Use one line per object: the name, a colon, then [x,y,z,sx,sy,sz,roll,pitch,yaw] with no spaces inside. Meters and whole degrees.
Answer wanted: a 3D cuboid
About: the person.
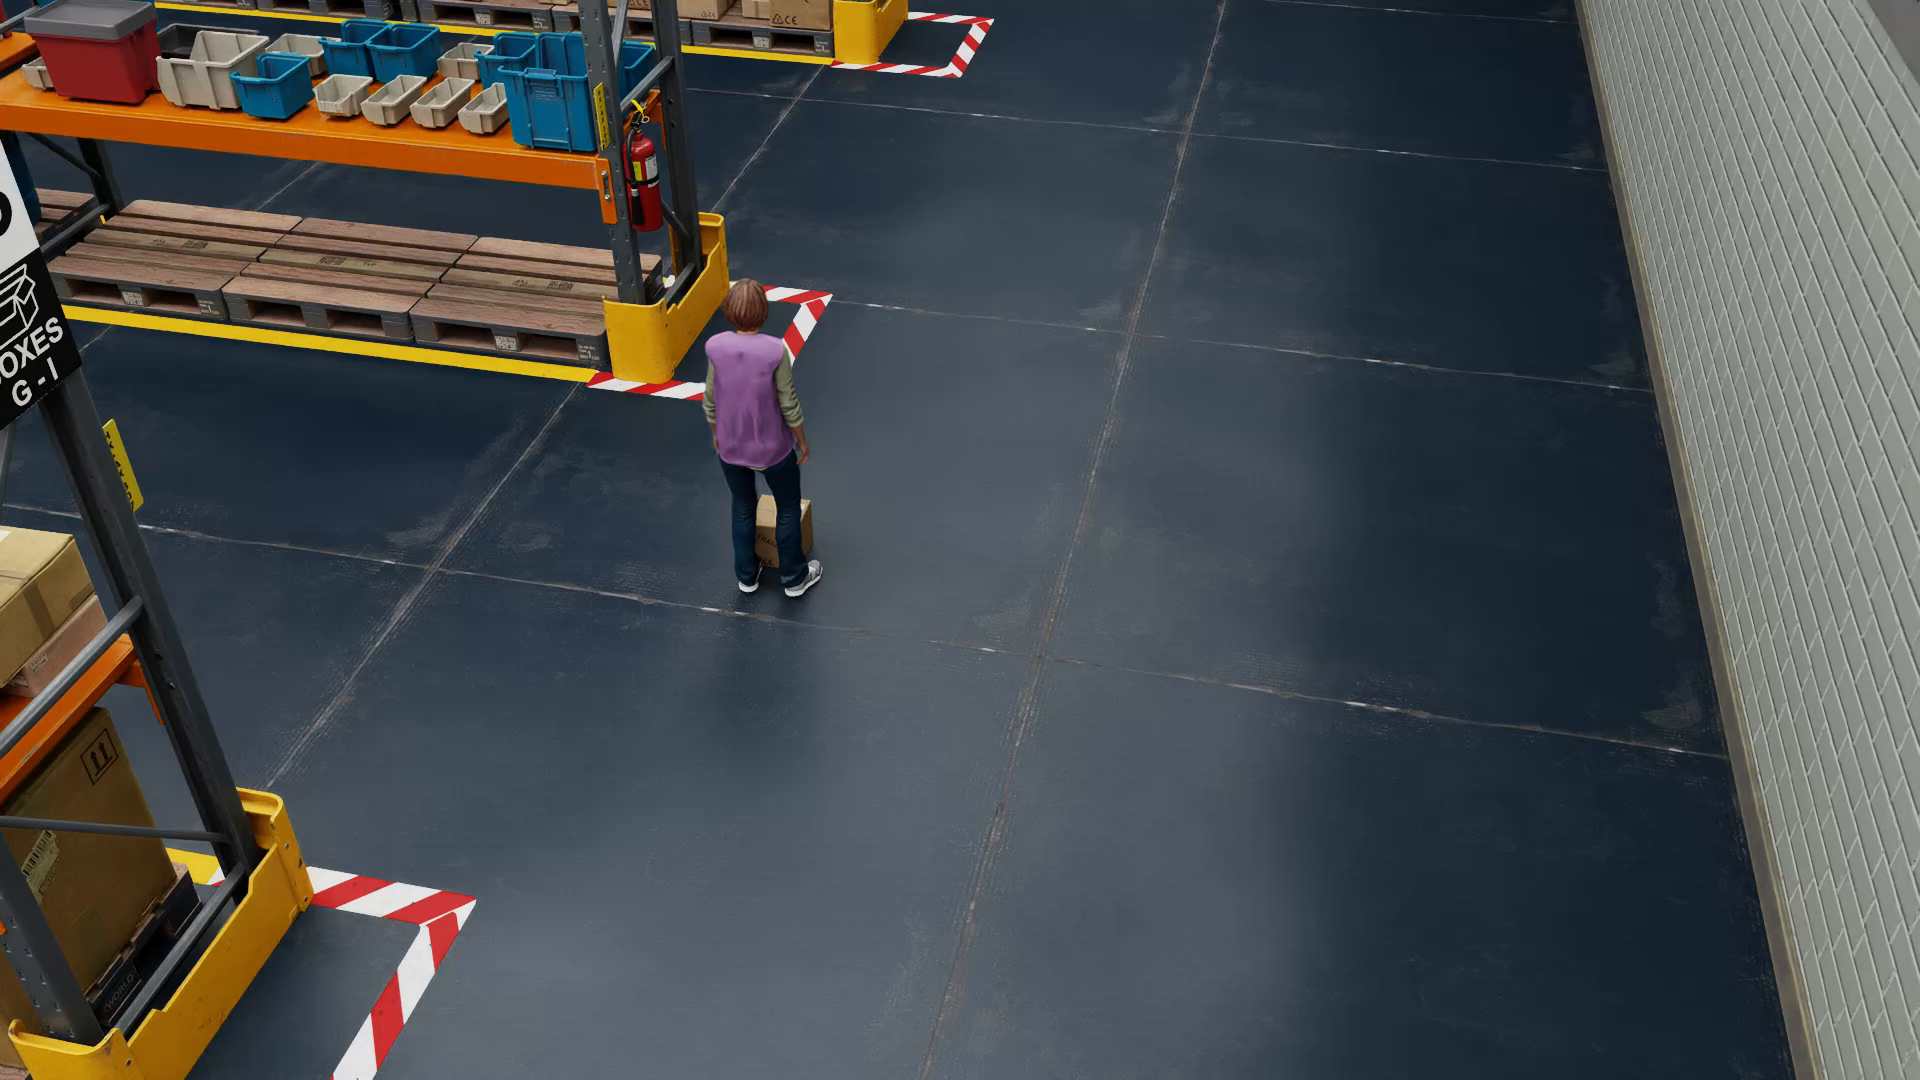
person: [-0.917,-0.429,7.539,0.461,1.593,0.343,8,38,10]
